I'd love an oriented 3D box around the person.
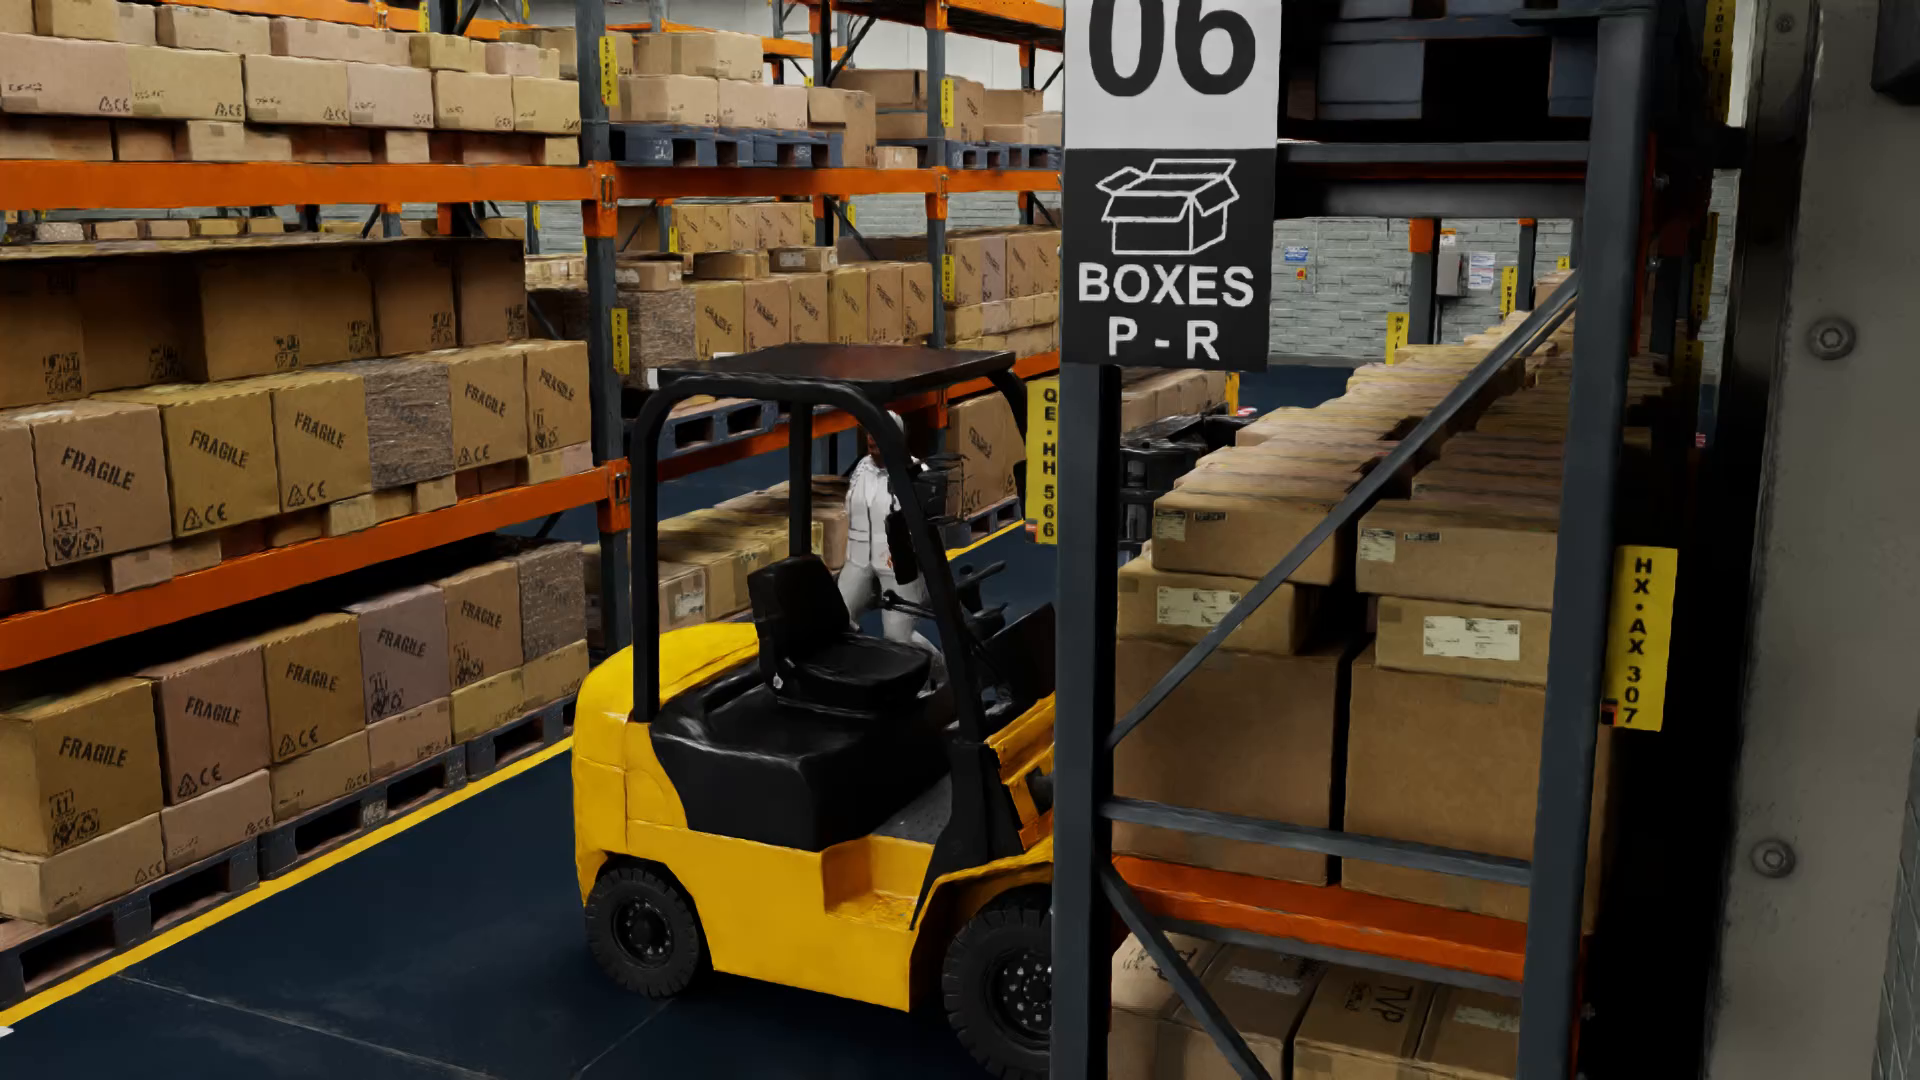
[{"bbox_3d":[-0.433,0.138,8.493,0.612,1.572,0.763,5,13,23],"label":"person"}]
